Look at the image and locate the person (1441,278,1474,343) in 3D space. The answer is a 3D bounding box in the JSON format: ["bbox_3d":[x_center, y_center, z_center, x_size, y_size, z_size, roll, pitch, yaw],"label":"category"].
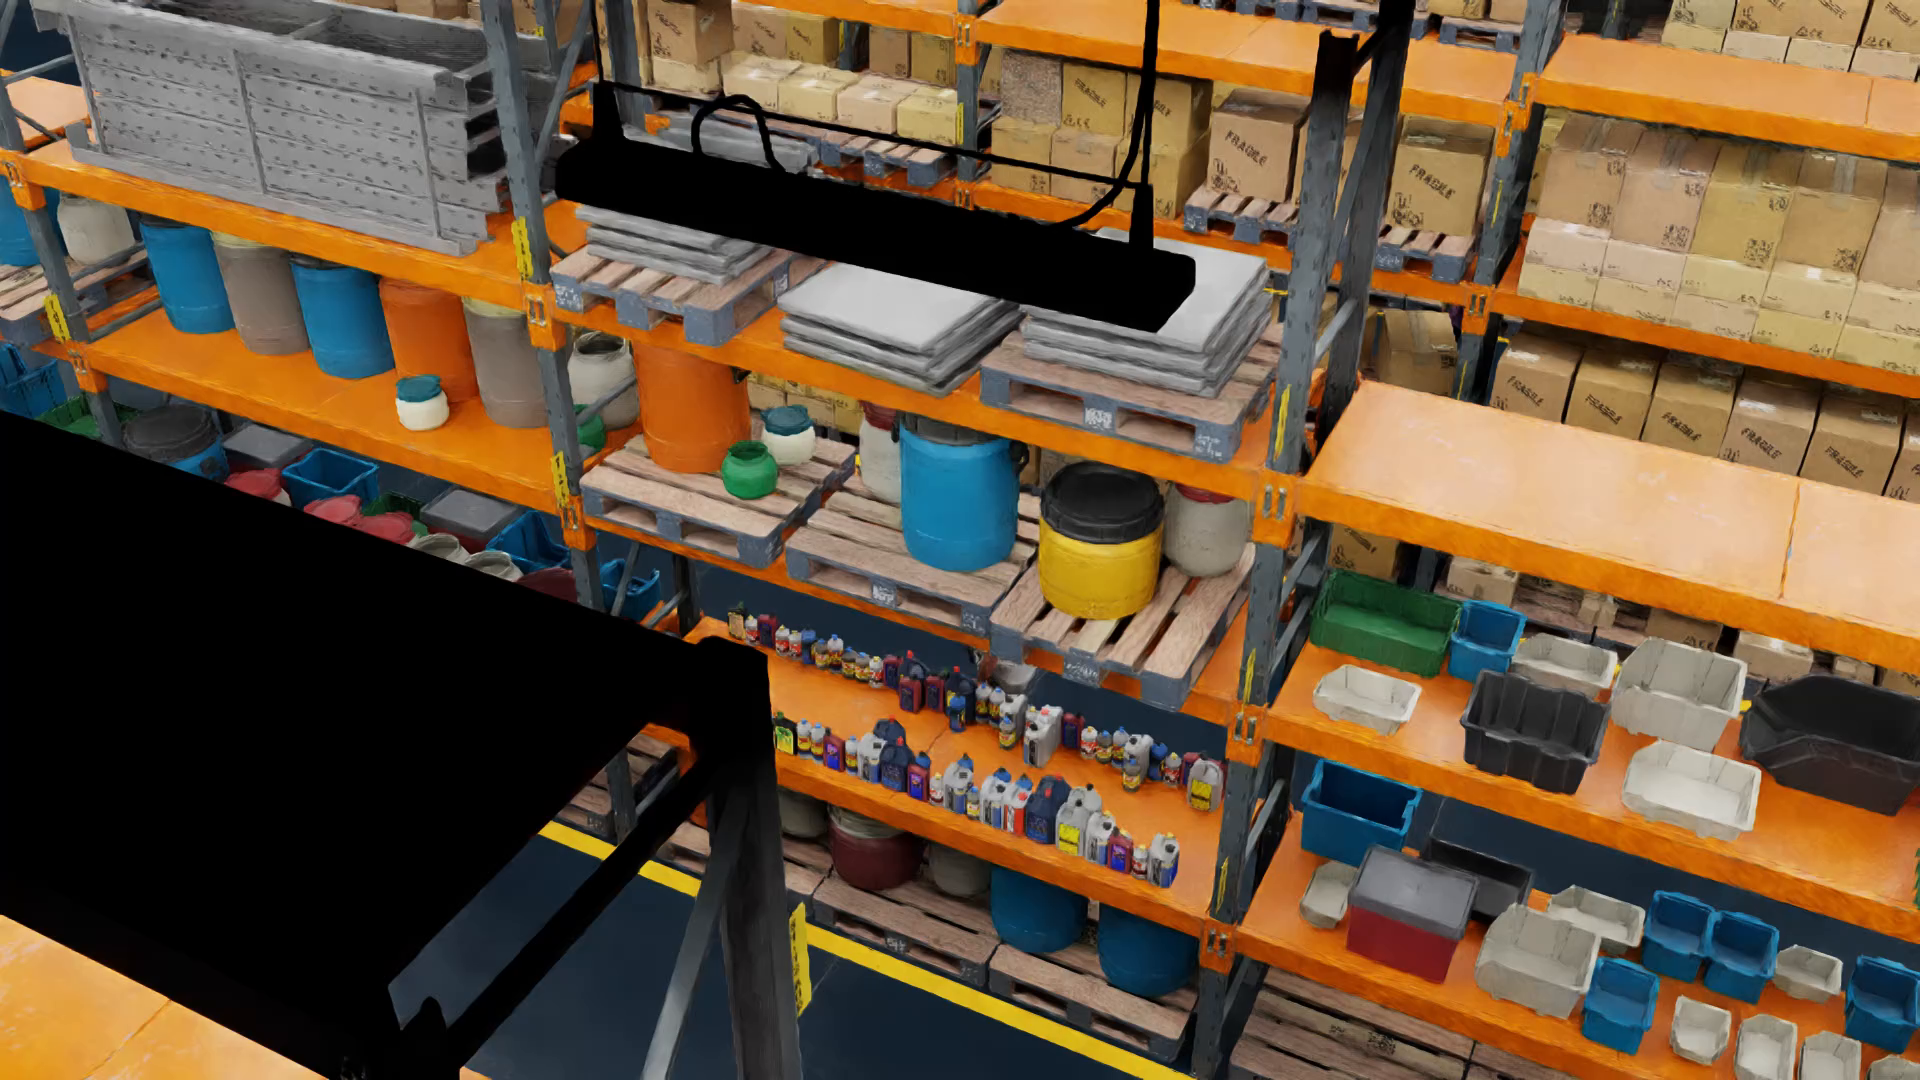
[{"bbox_3d":[4.660,-2.001,15.305,0.533,1.600,0.347,3,35,5],"label":"person"}]

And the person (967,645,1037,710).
[{"bbox_3d":[0.319,0.847,11.183,0.542,1.715,0.682,15,38,20],"label":"person"}]
